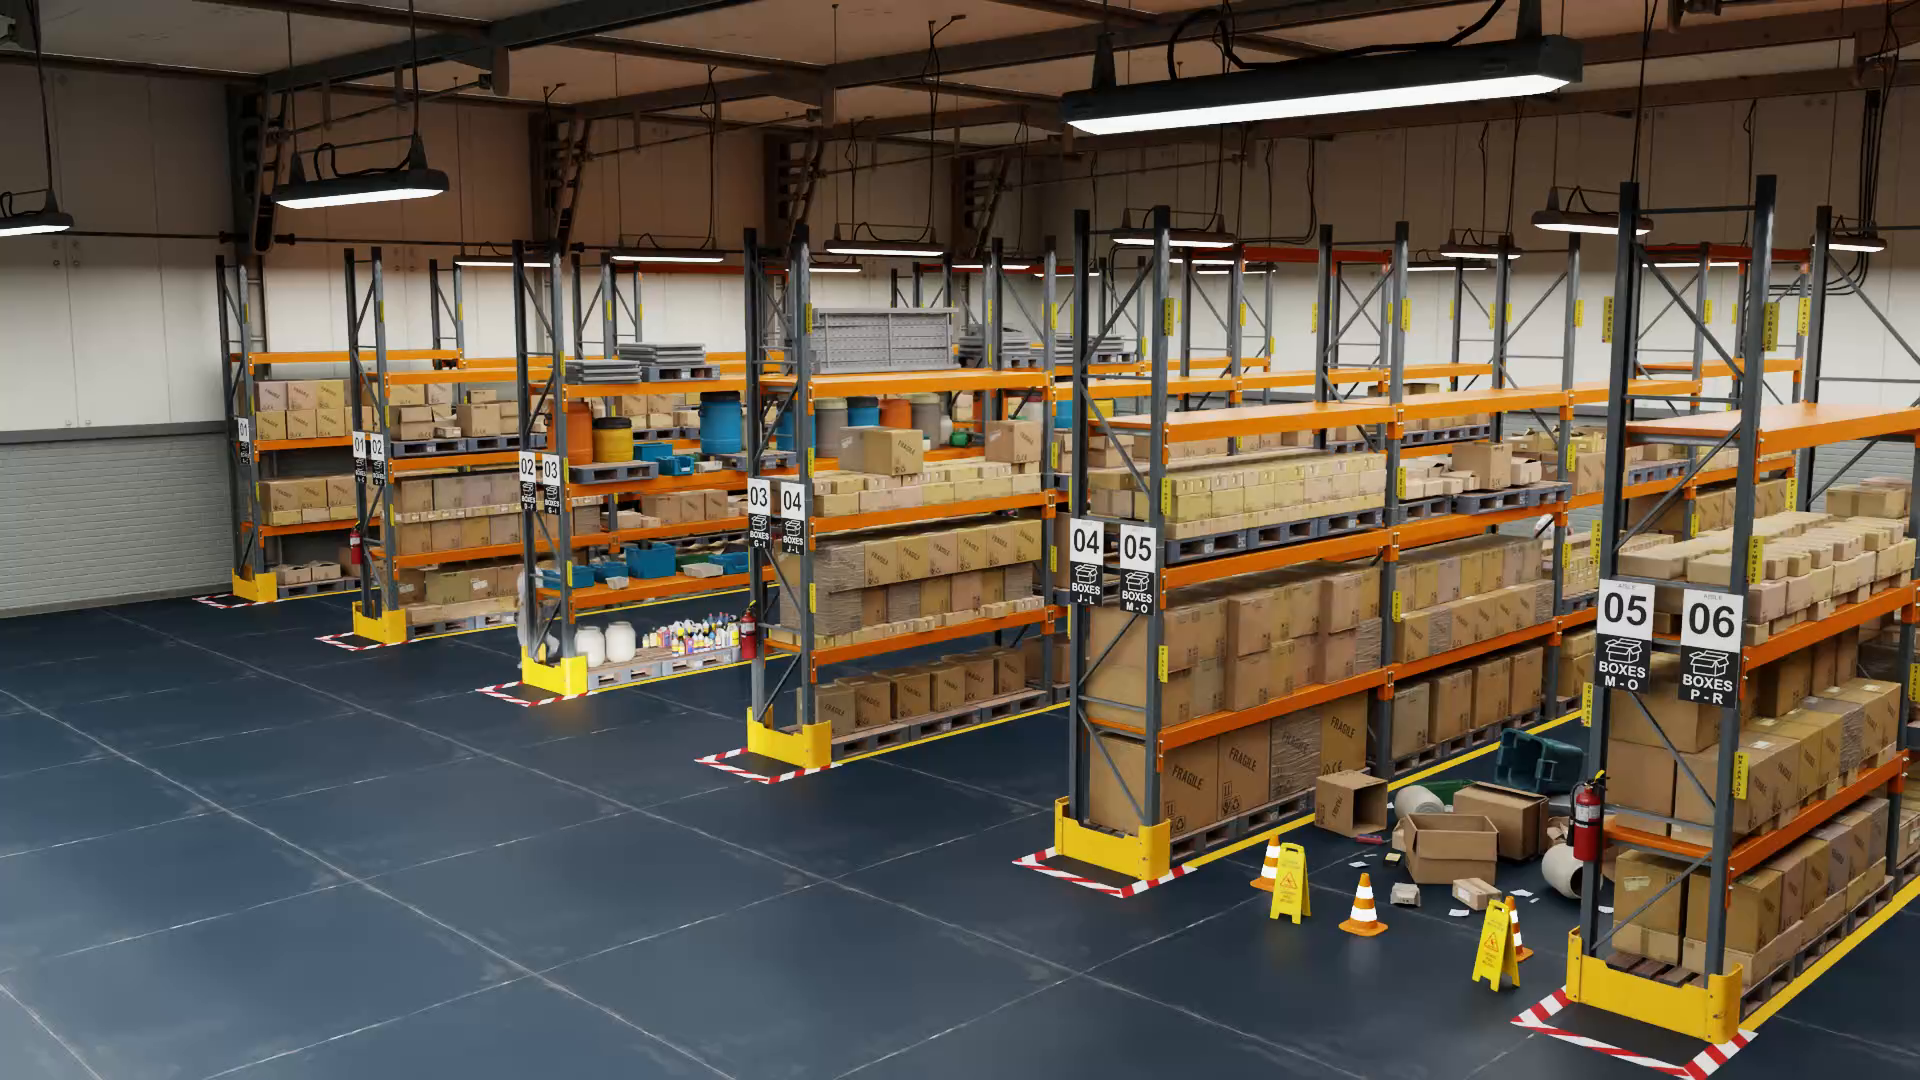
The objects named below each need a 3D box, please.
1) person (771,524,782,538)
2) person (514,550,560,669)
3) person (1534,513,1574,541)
[{"bbox_3d":[-3.448,-0.401,33.539,0.834,1.694,0.586,-8,11,-43],"label":"person"},{"bbox_3d":[-6.137,0.959,23.934,0.595,1.698,0.706,5,9,30],"label":"person"},{"bbox_3d":[10.742,0.106,29.990,0.777,1.671,0.558,-2,8,-14],"label":"person"}]
